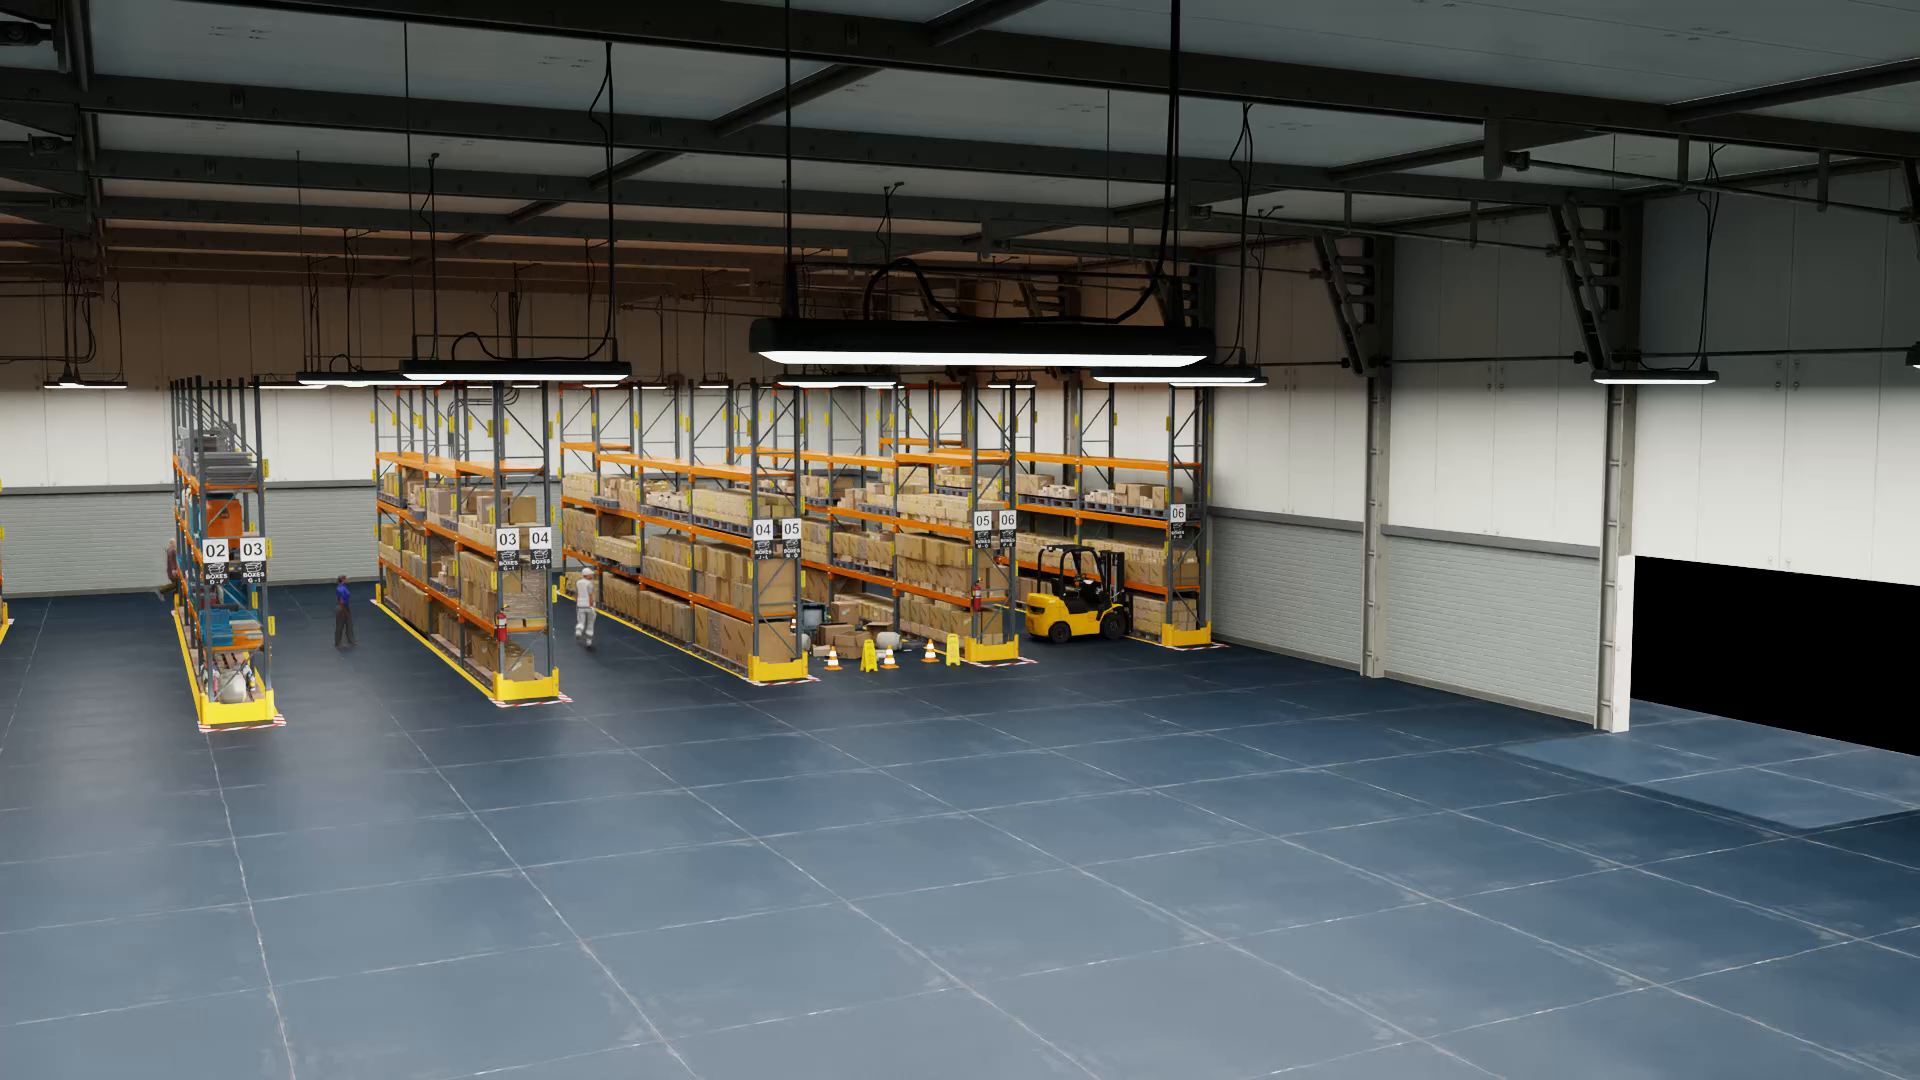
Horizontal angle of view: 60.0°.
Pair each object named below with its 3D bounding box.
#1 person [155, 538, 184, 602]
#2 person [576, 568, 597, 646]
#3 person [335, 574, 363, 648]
[{"bbox_3d":[-21.469,0.813,45.226,0.783,1.745,0.629,-2,5,-20],"label":"person"},{"bbox_3d":[-8.419,1.513,37.280,0.504,1.779,0.725,1,5,9],"label":"person"},{"bbox_3d":[-13.771,1.594,37.281,0.569,1.660,0.472,0,5,5],"label":"person"}]
